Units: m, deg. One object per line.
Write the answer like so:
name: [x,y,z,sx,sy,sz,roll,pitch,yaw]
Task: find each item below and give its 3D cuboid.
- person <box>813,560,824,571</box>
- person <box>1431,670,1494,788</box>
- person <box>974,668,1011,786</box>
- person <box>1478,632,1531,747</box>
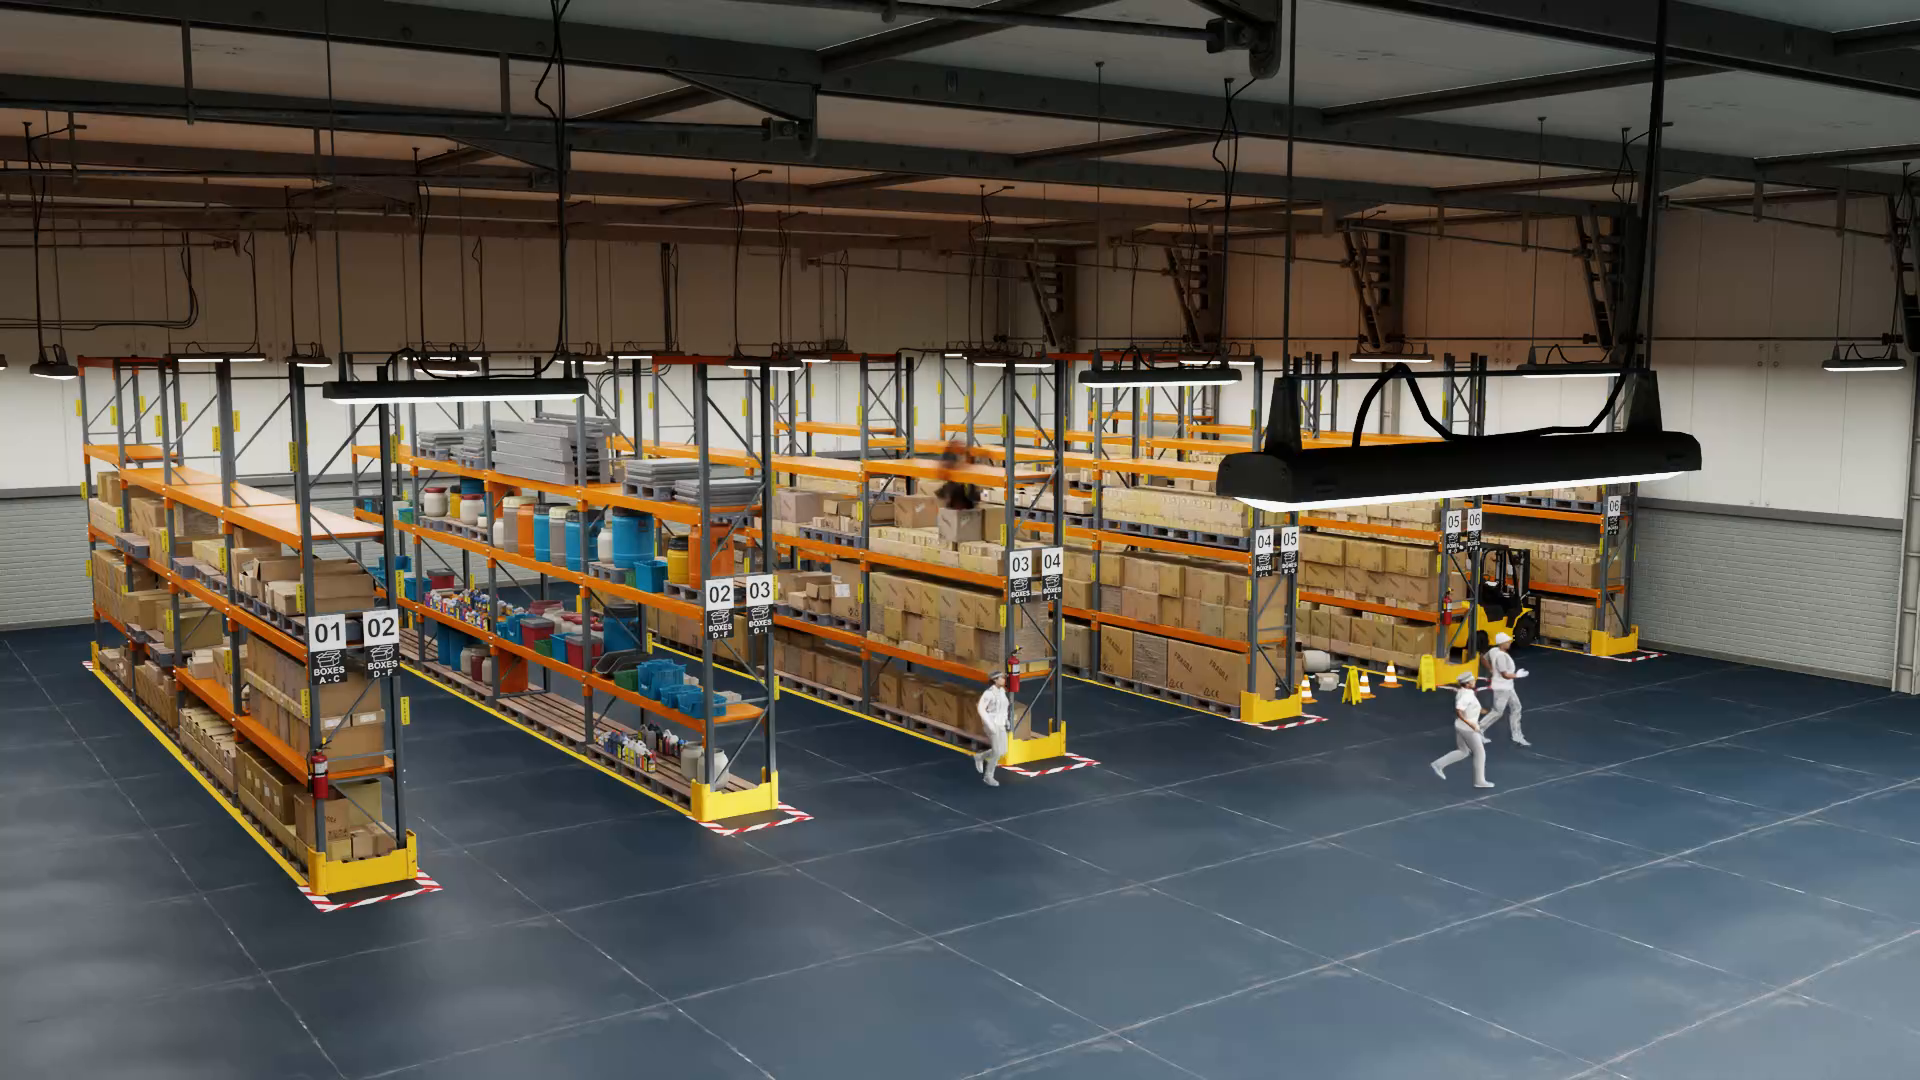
person: [-3.589,0.453,41.979,0.533,1.596,0.652,3,8,26]
person: [7.117,2.657,23.440,0.871,1.671,0.587,0,7,4]
person: [0.478,2.654,23.842,0.476,1.647,0.660,5,8,34]
person: [8.438,2.322,25.844,0.904,1.803,0.688,2,7,15]
